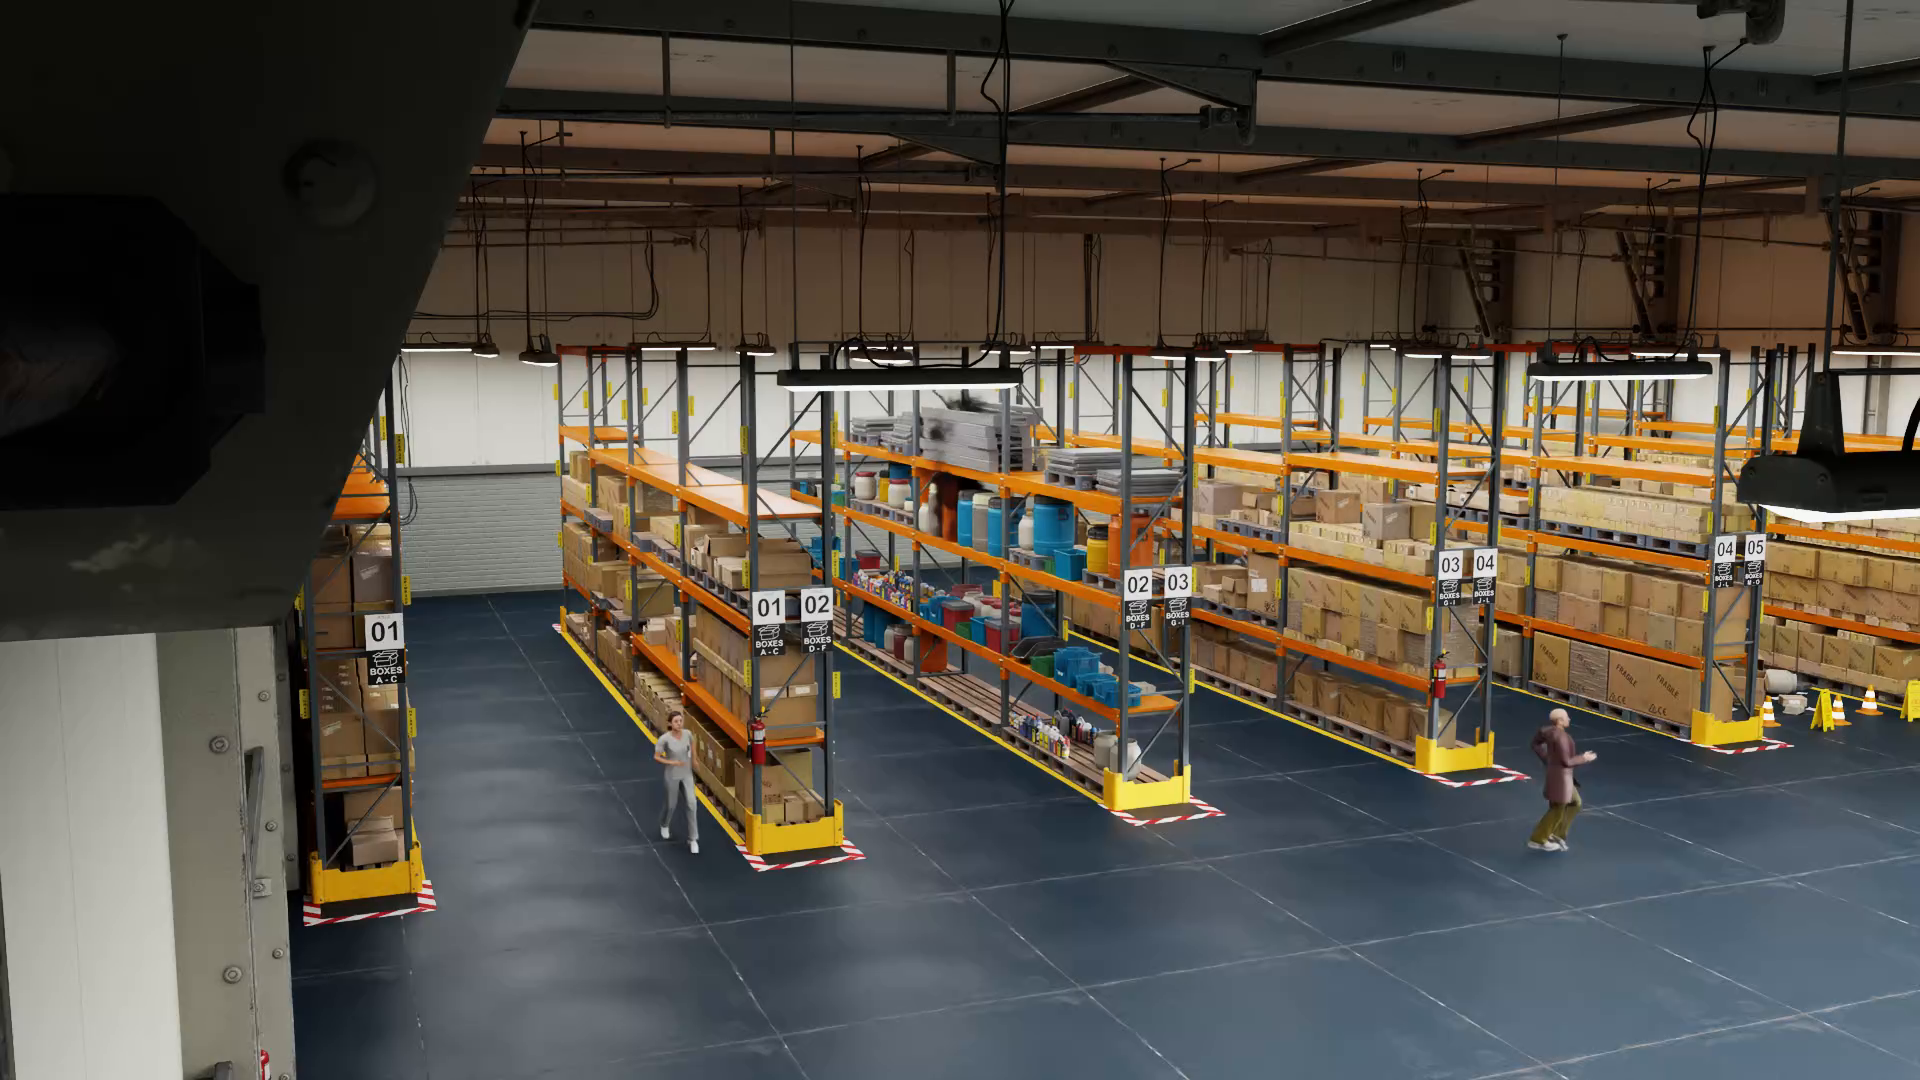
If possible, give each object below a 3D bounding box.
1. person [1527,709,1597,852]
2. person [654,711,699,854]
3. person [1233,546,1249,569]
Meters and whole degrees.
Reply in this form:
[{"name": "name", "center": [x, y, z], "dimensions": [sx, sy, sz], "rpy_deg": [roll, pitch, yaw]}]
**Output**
[{"name": "person", "center": [7.256, 2.921, 20.065], "dimensions": [0.754, 1.814, 0.688], "rpy_deg": [1, 7, 7]}, {"name": "person", "center": [-3.458, 2.909, 20.329], "dimensions": [0.596, 1.688, 0.918], "rpy_deg": [-4, 8, -29]}, {"name": "person", "center": [6.064, 0.986, 35.404], "dimensions": [0.673, 1.726, 0.963], "rpy_deg": [-3, 8, -19]}]
